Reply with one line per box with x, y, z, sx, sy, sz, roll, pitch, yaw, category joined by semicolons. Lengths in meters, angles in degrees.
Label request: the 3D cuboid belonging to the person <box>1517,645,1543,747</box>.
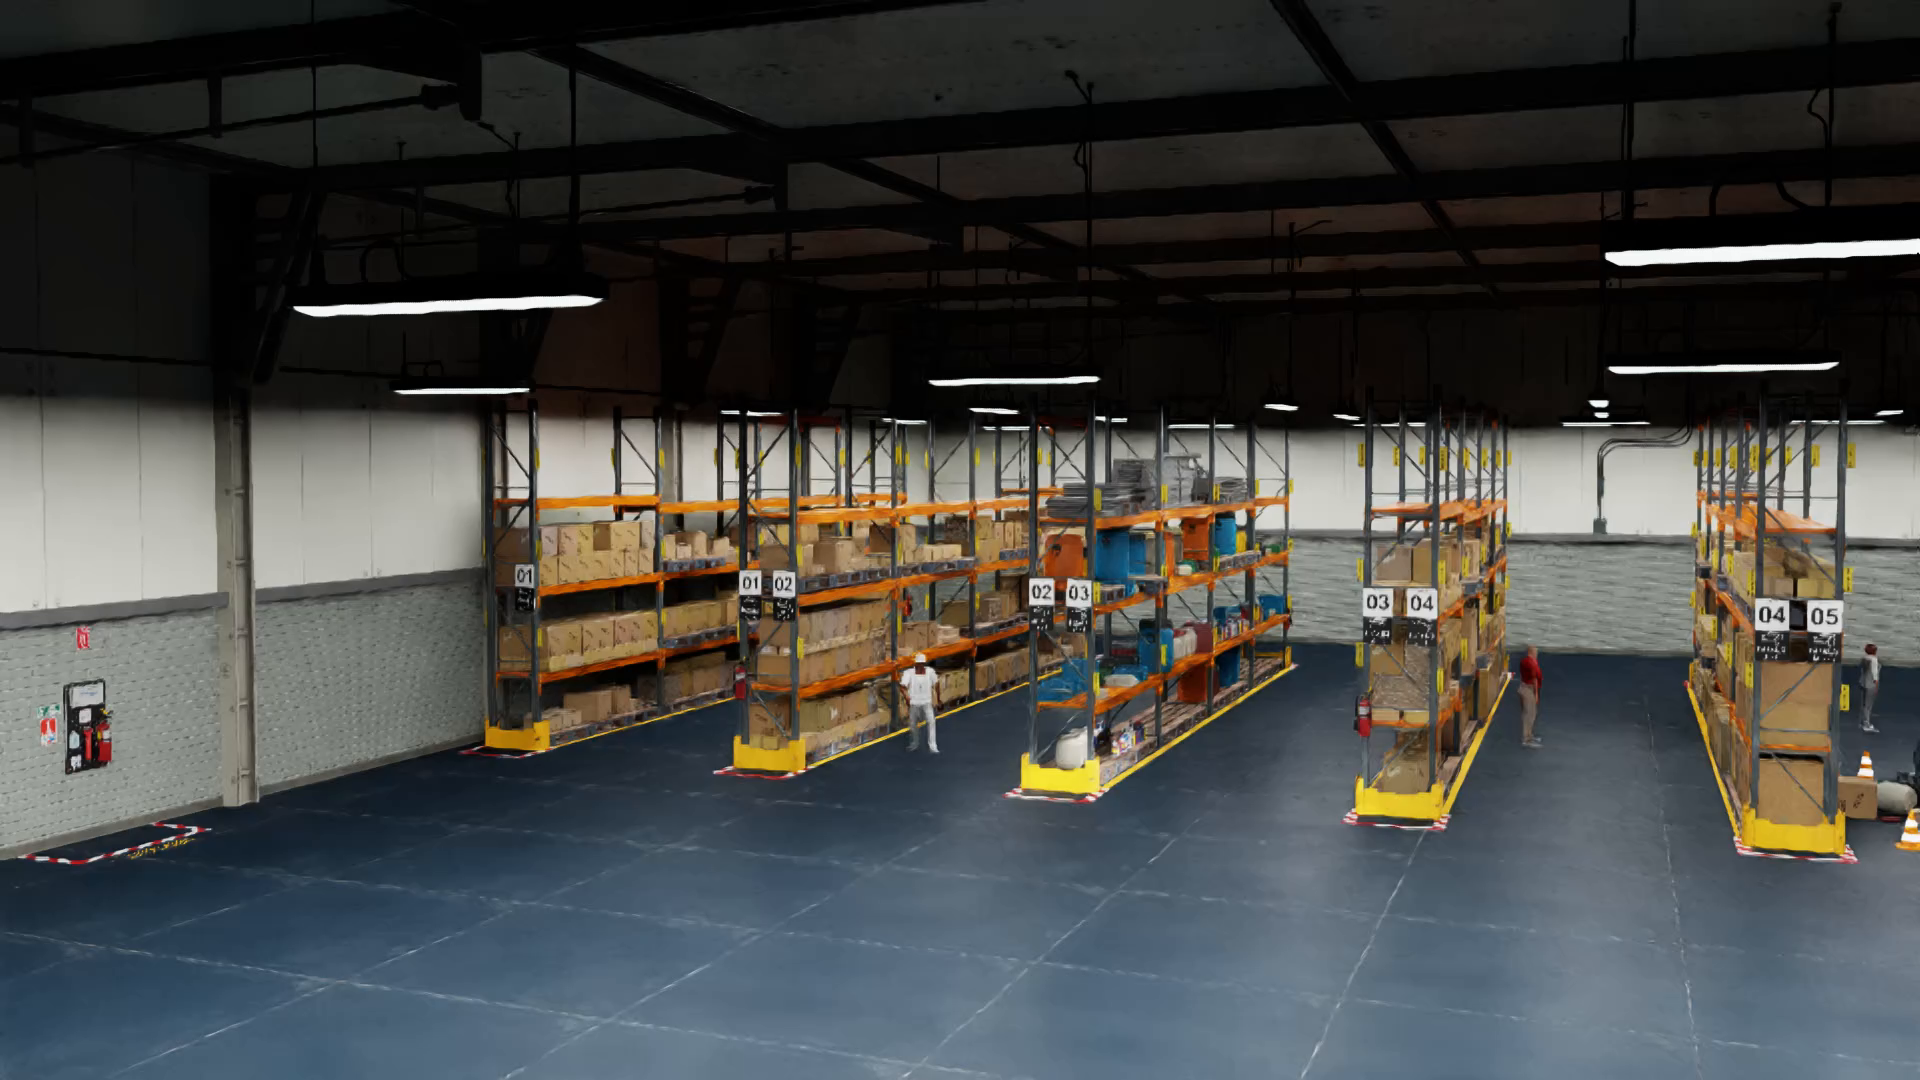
9.987;2.692;28.994;0.476;1.738;0.626;0;3;-4;person

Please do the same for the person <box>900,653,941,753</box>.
-0.671;2.750;28.209;0.702;1.705;0.780;0;3;1;person

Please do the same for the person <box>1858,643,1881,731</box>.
16.691;2.680;30.515;0.351;1.600;0.522;0;3;-2;person
